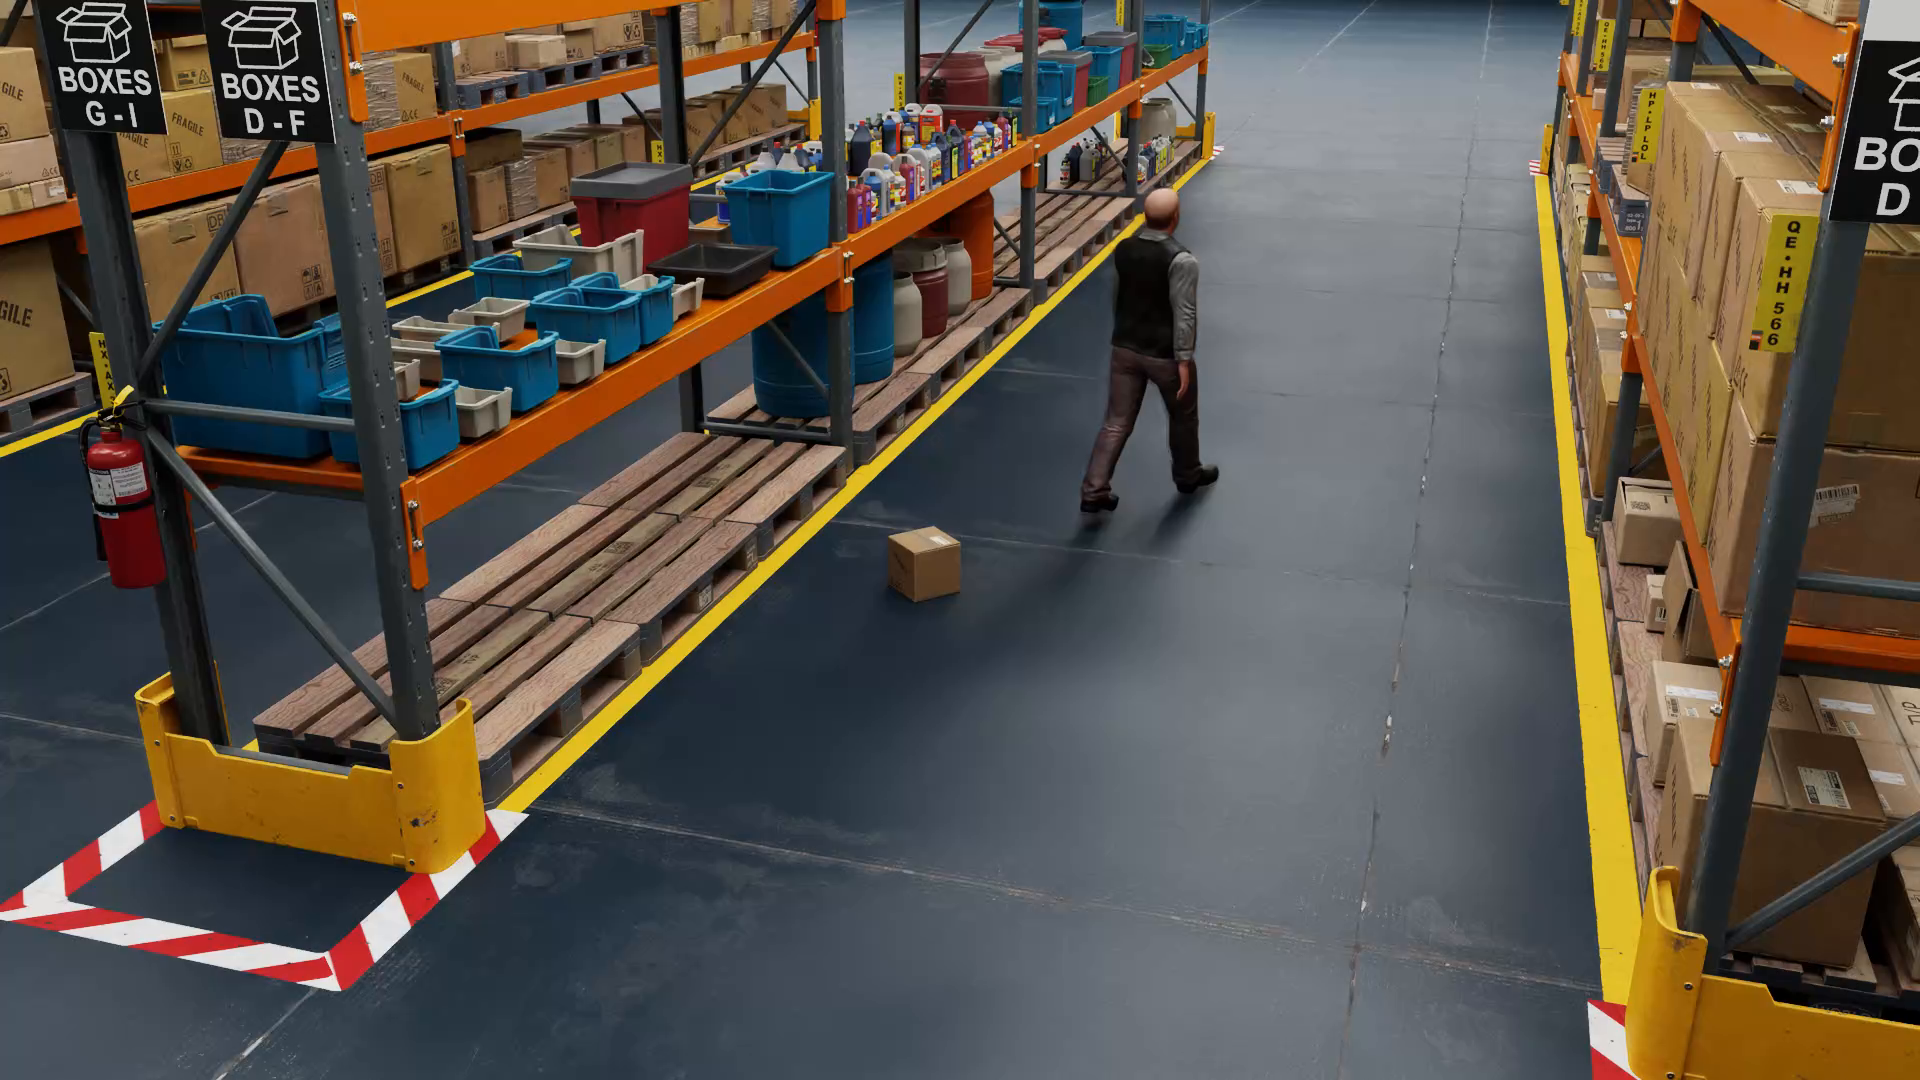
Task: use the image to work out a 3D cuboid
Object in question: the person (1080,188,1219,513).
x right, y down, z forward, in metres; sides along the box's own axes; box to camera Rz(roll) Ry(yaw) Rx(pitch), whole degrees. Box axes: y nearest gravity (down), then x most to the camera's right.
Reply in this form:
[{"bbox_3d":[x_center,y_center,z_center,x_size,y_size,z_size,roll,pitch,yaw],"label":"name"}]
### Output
[{"bbox_3d":[1.010,-0.977,8.587,0.575,1.677,1.053,16,27,34],"label":"person"}]
